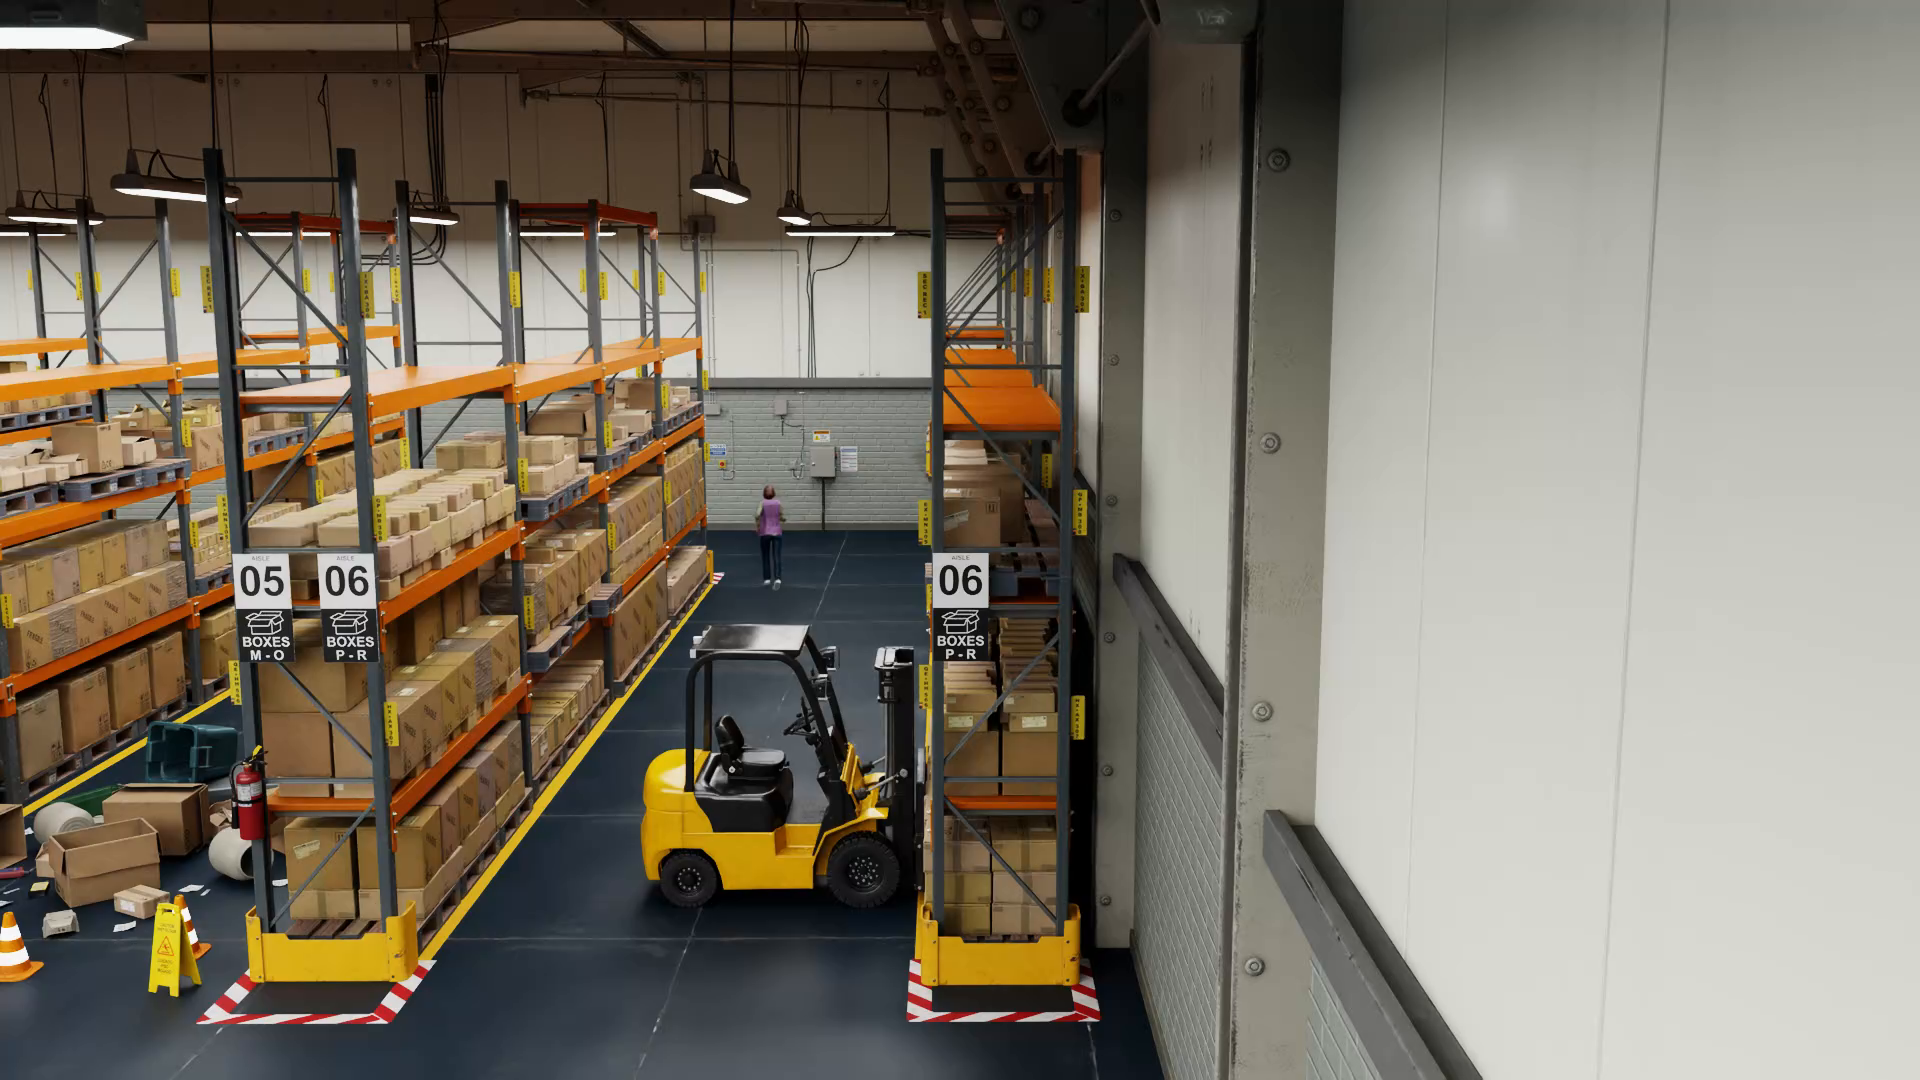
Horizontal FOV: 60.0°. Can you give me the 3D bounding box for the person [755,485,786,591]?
[{"bbox_3d":[-2.938,-0.039,25.795,0.514,1.615,0.820,-2,9,-14],"label":"person"}]
